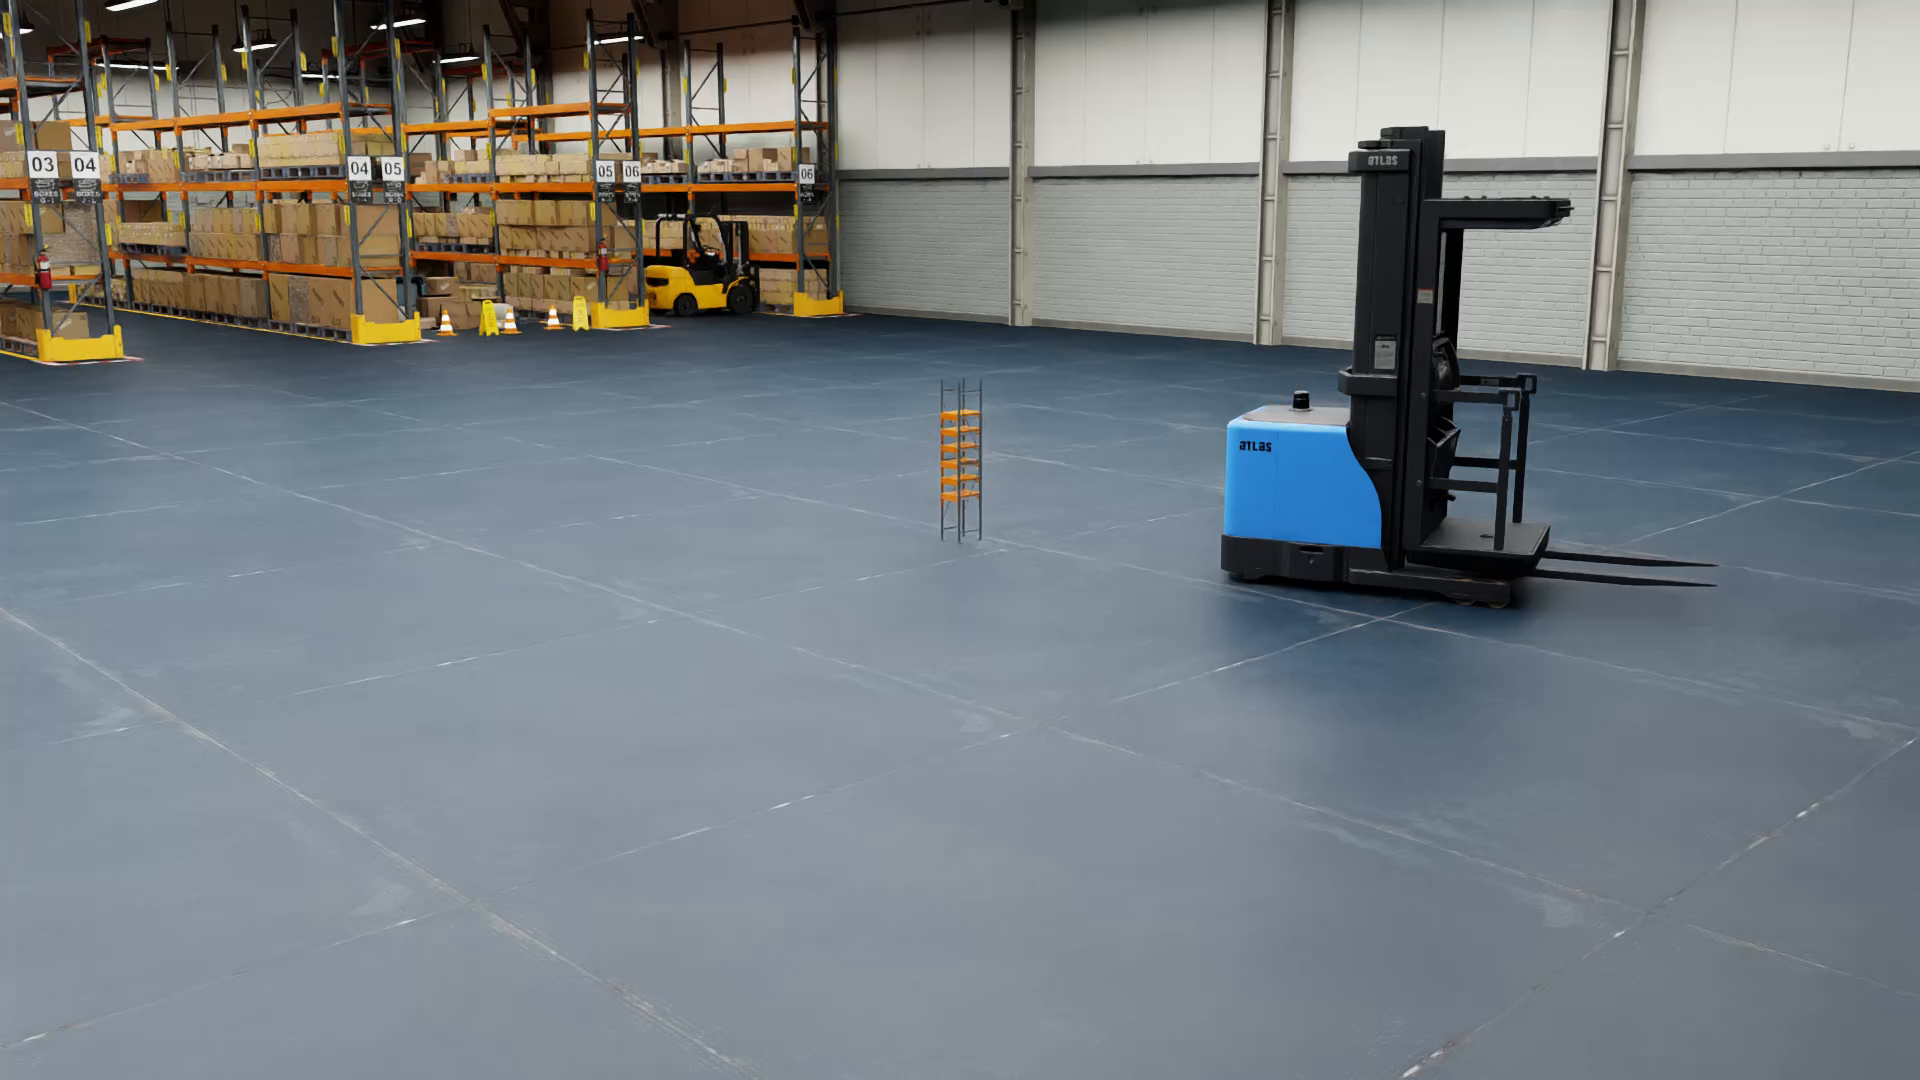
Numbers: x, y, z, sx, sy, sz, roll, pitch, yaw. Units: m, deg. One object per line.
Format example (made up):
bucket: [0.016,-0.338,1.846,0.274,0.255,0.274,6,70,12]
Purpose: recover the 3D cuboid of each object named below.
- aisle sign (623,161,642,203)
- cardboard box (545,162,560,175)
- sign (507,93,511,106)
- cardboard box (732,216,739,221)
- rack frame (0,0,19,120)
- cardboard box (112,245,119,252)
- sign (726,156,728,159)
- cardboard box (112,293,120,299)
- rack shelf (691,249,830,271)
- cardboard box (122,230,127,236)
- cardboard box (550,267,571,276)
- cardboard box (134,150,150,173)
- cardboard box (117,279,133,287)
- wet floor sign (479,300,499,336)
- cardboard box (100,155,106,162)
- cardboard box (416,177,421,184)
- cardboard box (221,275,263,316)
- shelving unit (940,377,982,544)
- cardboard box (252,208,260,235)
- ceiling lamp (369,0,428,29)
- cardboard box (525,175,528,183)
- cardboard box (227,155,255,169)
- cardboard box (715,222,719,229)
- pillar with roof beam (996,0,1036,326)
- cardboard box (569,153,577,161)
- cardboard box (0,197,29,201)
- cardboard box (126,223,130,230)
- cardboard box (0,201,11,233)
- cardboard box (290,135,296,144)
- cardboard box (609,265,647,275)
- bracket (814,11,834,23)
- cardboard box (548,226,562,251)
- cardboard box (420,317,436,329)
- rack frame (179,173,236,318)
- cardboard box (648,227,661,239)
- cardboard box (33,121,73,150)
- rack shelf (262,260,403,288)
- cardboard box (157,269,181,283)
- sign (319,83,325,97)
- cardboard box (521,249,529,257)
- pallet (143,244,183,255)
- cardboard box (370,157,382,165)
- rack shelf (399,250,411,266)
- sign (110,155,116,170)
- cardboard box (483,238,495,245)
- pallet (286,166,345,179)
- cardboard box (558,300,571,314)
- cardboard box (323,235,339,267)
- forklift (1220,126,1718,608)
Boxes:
aisle sign: [-6.422,-7.017,32.595,0.394,0.787,0.004,-11,16,-43]
cardboard box: [-7.945,-7.437,33.276,0.500,0.250,0.500,-10,16,-41]
sign: [-11.794,-11.515,43.491,0.100,0.325,0.005,-11,16,-43]
cardboard box: [-4.911,-7.233,37.494,0.380,0.149,0.250,-11,16,-43]
rack frame: [-16.619,-7.851,28.217,1.000,3.000,0.127,-11,16,-43]
cardboard box: [-19.110,-6.665,37.951,0.250,0.149,0.380,11,16,44]
sign: [-5.464,-8.824,38.899,0.100,0.325,0.005,-11,16,-43]
cardboard box: [-19.352,-5.655,38.449,0.250,0.149,0.380,11,16,43]
rack shelf: [-4.483,-6.342,37.541,1.077,0.370,4.000,-11,16,-43]
cardboard box: [-18.367,-6.826,36.953,0.380,0.149,0.250,-11,16,-44]
cardboard box: [-8.085,-5.454,33.760,0.380,0.149,0.250,-10,15,-40]
cardboard box: [-17.515,-8.238,36.234,0.797,0.503,0.637,-11,16,-43]
cardboard box: [-19.125,-5.905,38.188,0.380,0.149,0.250,-11,16,-42]
wet floor sign: [-8.747,-4.124,30.828,0.232,0.644,0.267,8,14,35]
cardboard box: [-19.289,-8.667,37.756,0.380,0.149,0.250,-11,16,-43]
cardboard box: [-12.119,-8.154,37.743,0.380,0.149,0.250,-11,16,-43]
cardboard box: [-14.119,-4.912,33.355,1.050,0.750,0.750,-11,16,-43]
shelving unit: [0.010,-0.586,12.280,0.258,1.200,0.189,-11,16,-43]
cardboard box: [-13.309,-6.199,32.342,0.700,0.500,0.500,-11,16,-44]
ceiling lamp: [-10.938,-11.767,32.758,0.800,3.185,2.000,-11,16,-43]
cardboard box: [-8.701,-7.411,34.136,0.250,0.149,0.380,11,16,43]
cardboard box: [-13.973,-7.389,32.492,0.500,0.250,0.500,-11,16,-43]
cardboard box: [-5.337,-7.151,37.833,0.380,0.149,0.250,-10,16,-41]
pillar with roof beam: [-1.901,-8.092,29.387,9.100,9.000,0.548,-11,16,-43]
cardboard box: [-7.476,-7.532,32.751,0.380,0.149,0.250,-11,16,-43]
cardboard box: [-17.066,-5.548,29.377,1.000,1.000,1.000,-11,16,-42]
cardboard box: [-18.175,-6.931,36.729,0.380,0.149,0.250,-11,16,-42]
cardboard box: [-15.108,-5.205,26.777,0.500,0.500,0.500,-11,16,-43]
cardboard box: [-11.905,-7.258,30.130,0.380,0.149,0.250,-11,16,-43]
cardboard box: [-8.205,-6.519,41.465,0.875,0.625,0.625,-10,15,-41]
bracket: [-2.901,-11.220,35.652,0.235,0.232,0.430,-11,16,-43]
cardboard box: [-7.949,-6.092,33.564,0.500,0.500,0.500,-11,16,-43]
cardboard box: [-10.443,-4.256,32.410,0.396,0.266,0.258,-8,14,-33]
rack frame: [-15.724,-6.173,34.939,1.000,3.000,0.127,-11,16,-43]
cardboard box: [-7.097,-7.343,39.750,0.500,0.250,0.500,-10,16,-41]
cardboard box: [-14.686,-6.492,26.830,0.500,0.500,0.500,-11,16,-43]
rack shelf: [-11.580,-4.945,30.761,1.077,0.370,4.000,-11,16,-43]
cardboard box: [-17.082,-5.733,36.101,0.500,0.250,0.500,-10,16,-41]
sign: [-15.394,-10.861,40.119,0.100,0.325,0.005,-11,16,-43]
cardboard box: [-8.903,-5.975,34.600,0.380,0.149,0.250,-10,15,-41]
pallet: [-17.121,-6.362,36.333,1.003,0.211,1.213,-11,16,-43]
cardboard box: [-10.204,-6.701,29.402,0.380,0.149,0.250,-11,16,-42]
rack shelf: [-13.595,-6.817,39.848,1.077,0.370,4.000,-11,16,-43]
sign: [-18.873,-8.402,37.045,0.100,0.325,0.005,-11,16,-43]
cardboard box: [-10.006,-6.413,35.686,0.380,0.149,0.250,-11,16,-42]
pallet: [-11.566,-6.716,30.361,1.003,0.211,1.213,-11,16,-43]
cardboard box: [-7.794,-4.726,33.690,0.500,0.250,0.500,-11,16,-42]
cardboard box: [-10.884,-5.204,29.864,0.875,0.550,0.550,-11,16,-43]
forklift: [3.305,-1.133,10.645,3.031,2.935,1.130,5,13,24]
